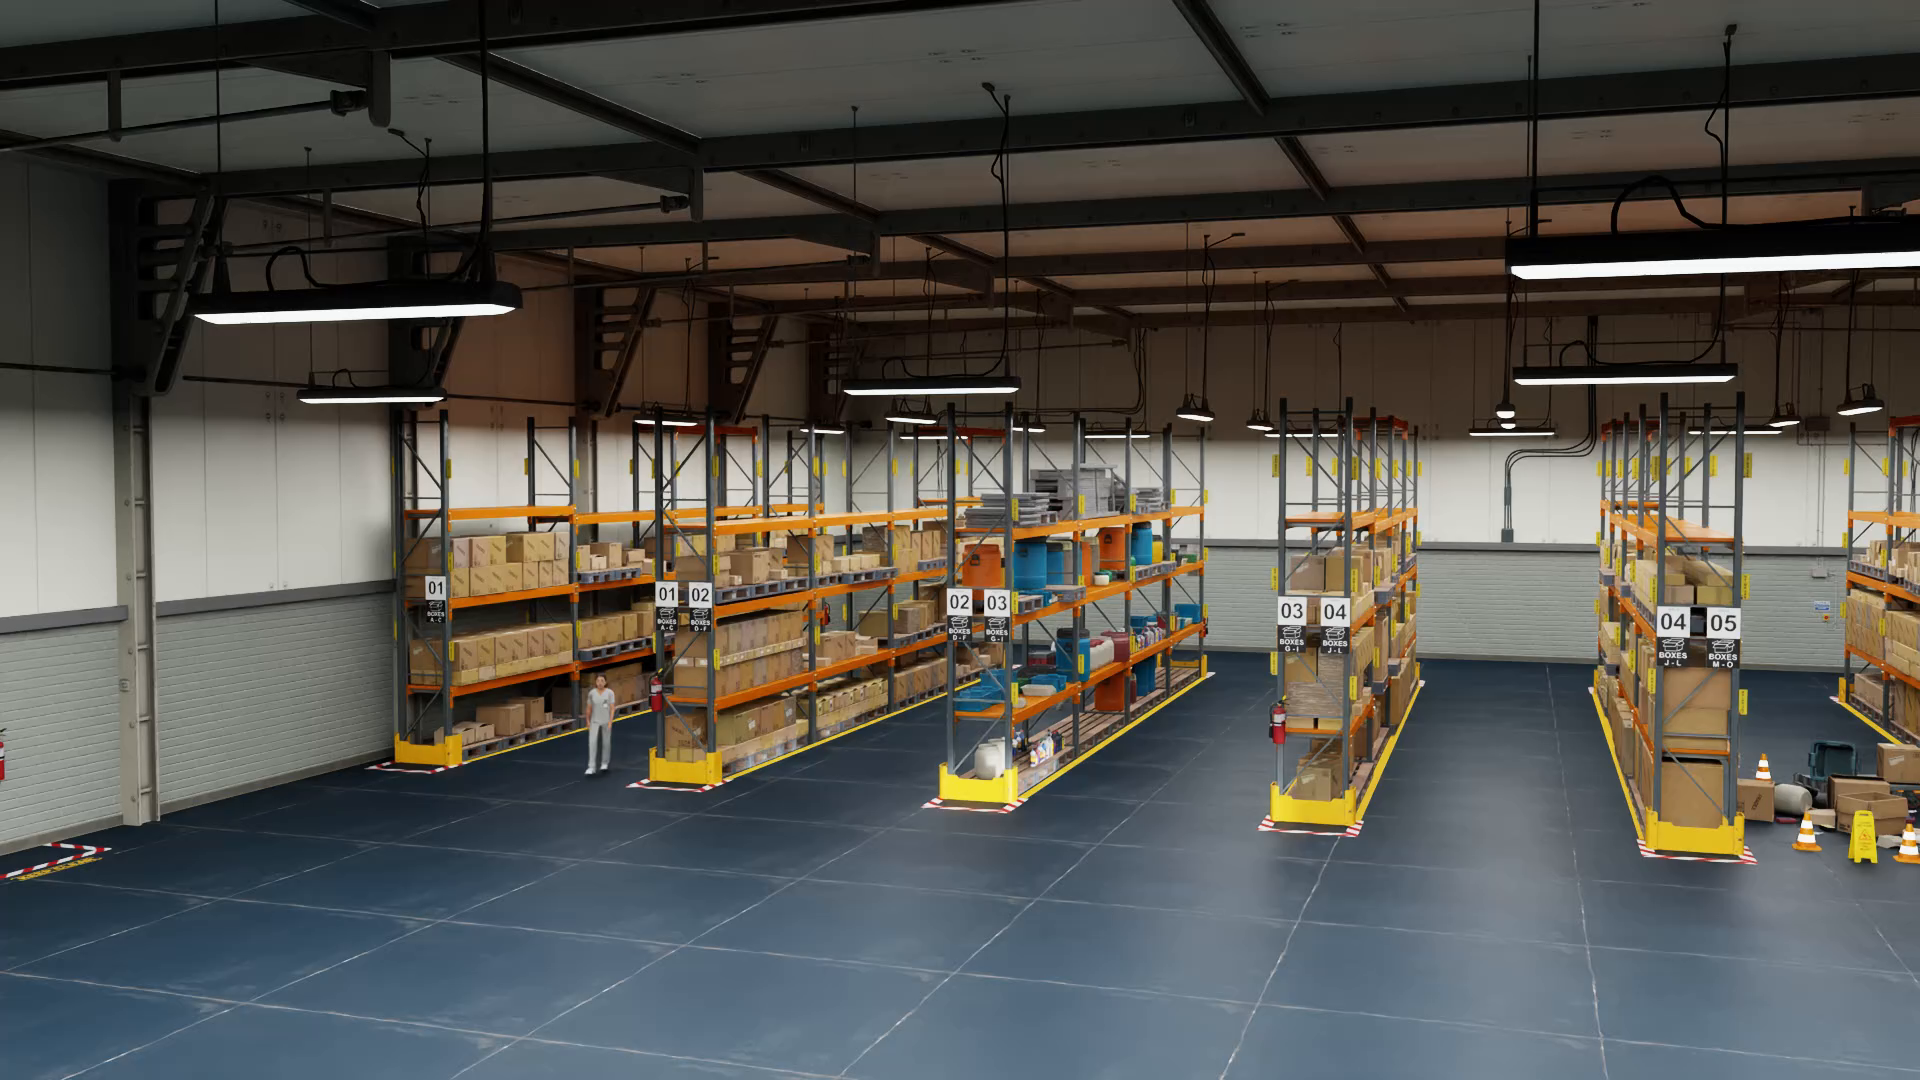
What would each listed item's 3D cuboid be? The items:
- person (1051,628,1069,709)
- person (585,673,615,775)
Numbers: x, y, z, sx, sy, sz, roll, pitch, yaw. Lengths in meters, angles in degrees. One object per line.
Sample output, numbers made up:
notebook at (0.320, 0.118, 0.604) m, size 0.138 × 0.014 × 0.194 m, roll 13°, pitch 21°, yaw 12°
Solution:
person at (2.091, 2.664, 34.887) m, size 0.512 × 1.657 × 0.840 m, roll 2°, pitch 3°, yaw 34°
person at (-5.894, 2.994, 27.218) m, size 0.496 × 1.624 × 0.947 m, roll -1°, pitch 3°, yaw -13°
